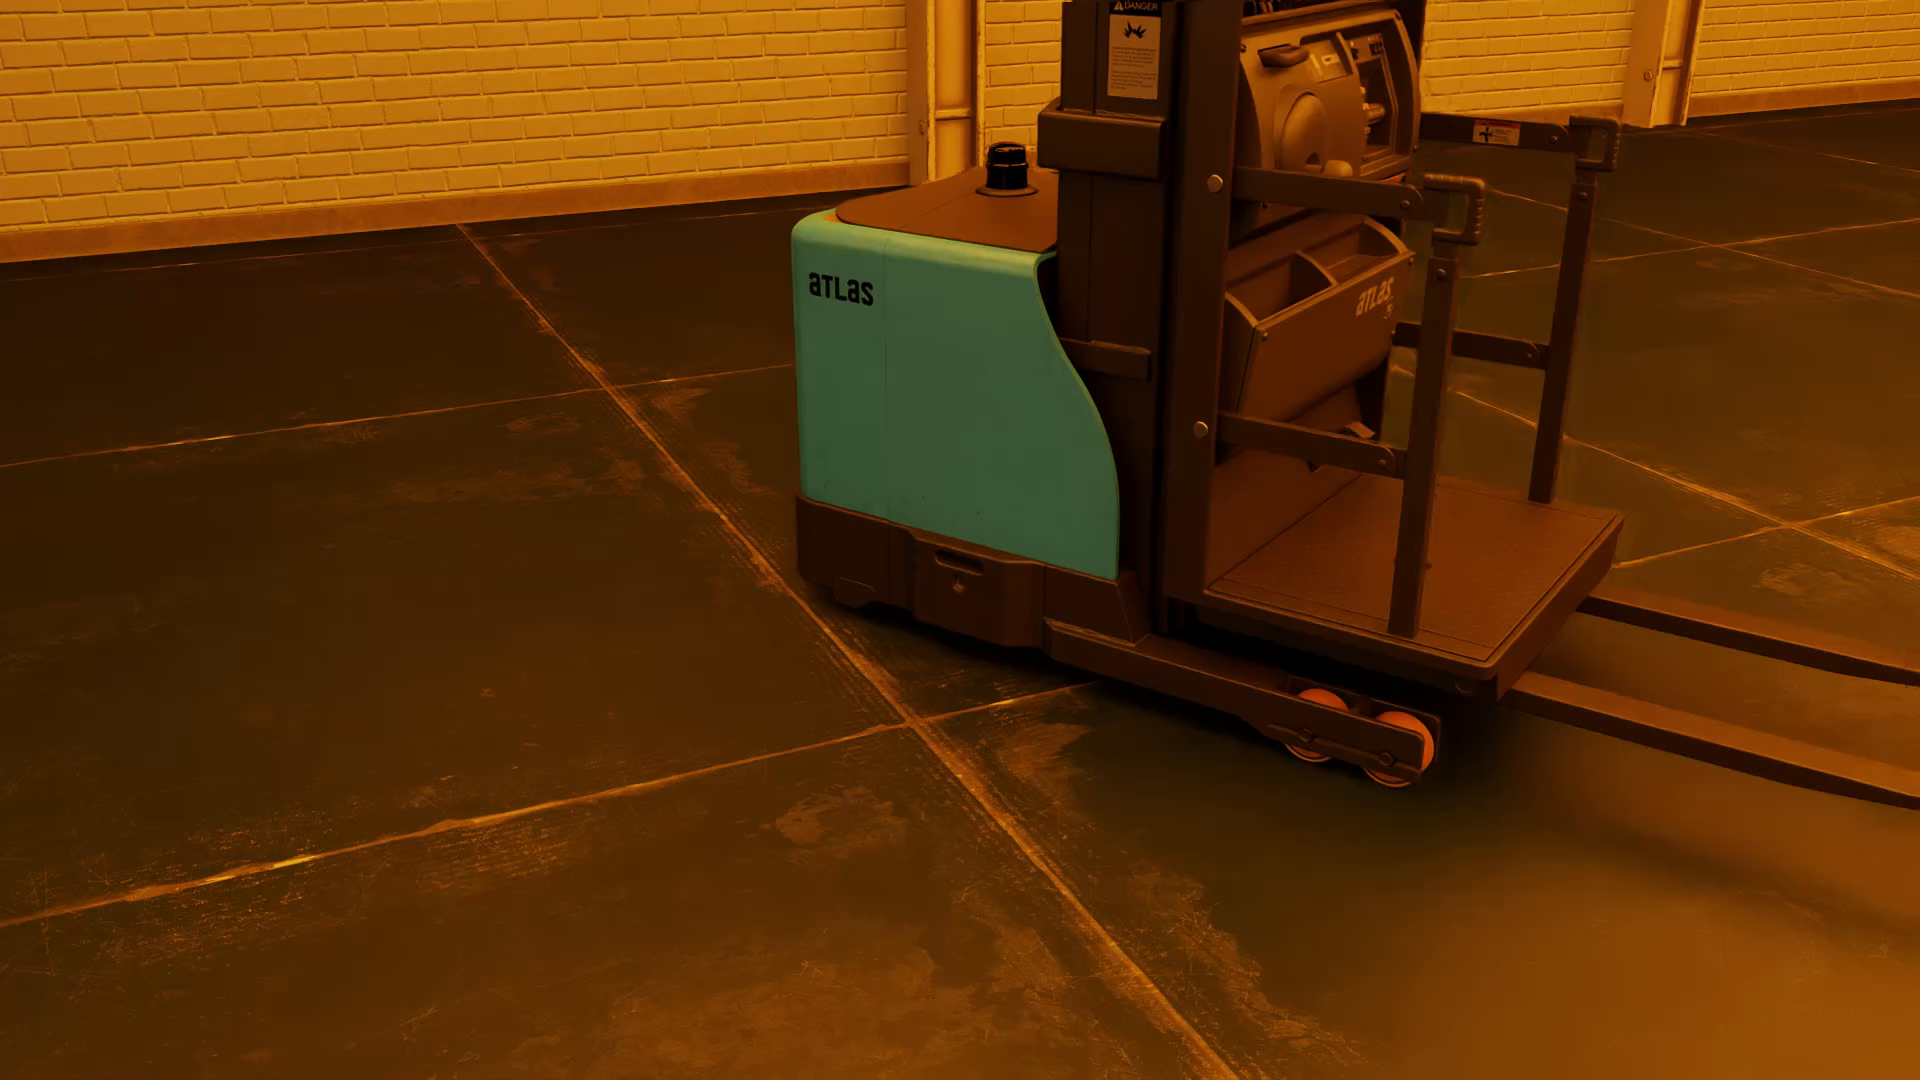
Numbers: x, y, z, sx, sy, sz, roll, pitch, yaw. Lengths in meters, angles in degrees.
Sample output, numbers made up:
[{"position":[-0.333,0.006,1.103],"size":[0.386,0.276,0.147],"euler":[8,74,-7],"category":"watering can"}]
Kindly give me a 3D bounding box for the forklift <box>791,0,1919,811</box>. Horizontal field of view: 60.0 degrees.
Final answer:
[{"position":[1.041,-1.027,3.758],"size":[3.031,2.935,1.130],"euler":[15,27,32],"category":"forklift"}]
